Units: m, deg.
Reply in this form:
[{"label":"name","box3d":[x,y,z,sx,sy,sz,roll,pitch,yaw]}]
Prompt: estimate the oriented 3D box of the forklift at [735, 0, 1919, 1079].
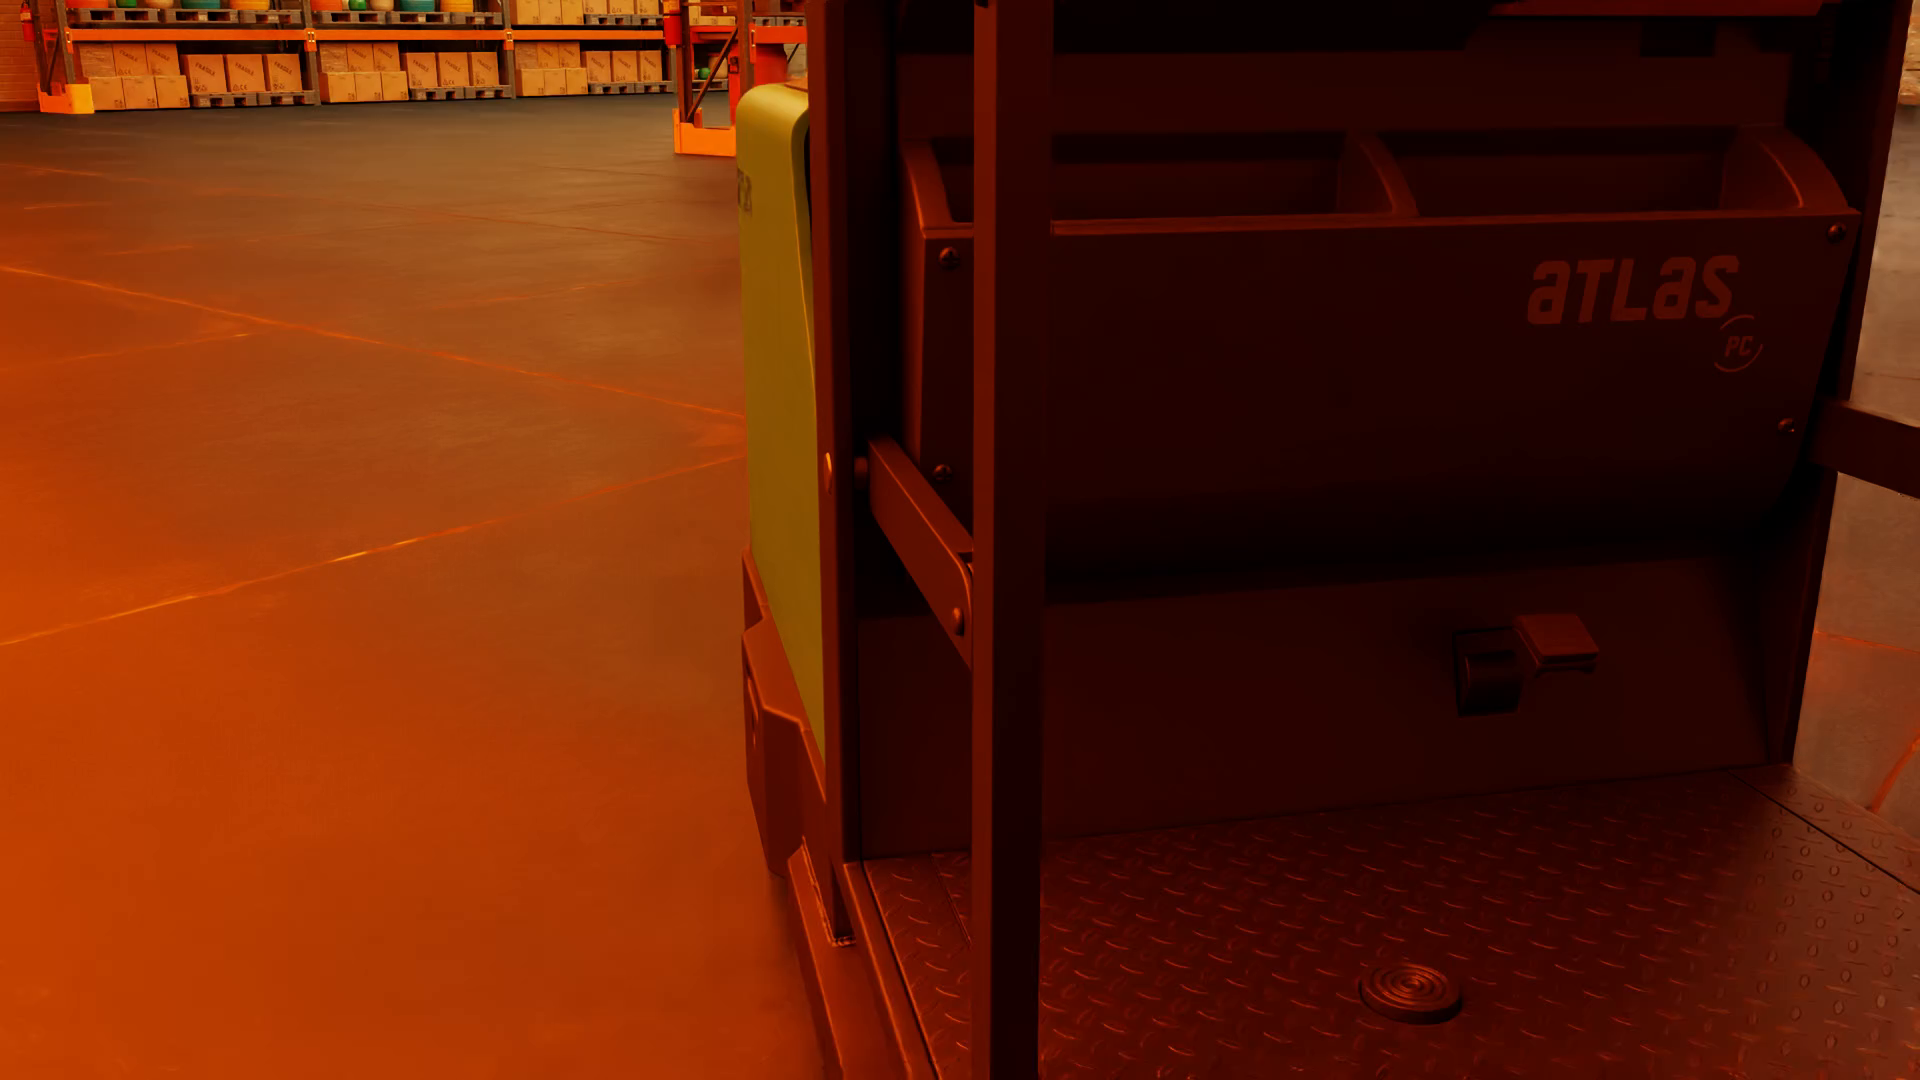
[{"label":"forklift","box3d":[0.455,-0.715,1.251,1.130,2.935,3.031,-4,17,-12]}]
